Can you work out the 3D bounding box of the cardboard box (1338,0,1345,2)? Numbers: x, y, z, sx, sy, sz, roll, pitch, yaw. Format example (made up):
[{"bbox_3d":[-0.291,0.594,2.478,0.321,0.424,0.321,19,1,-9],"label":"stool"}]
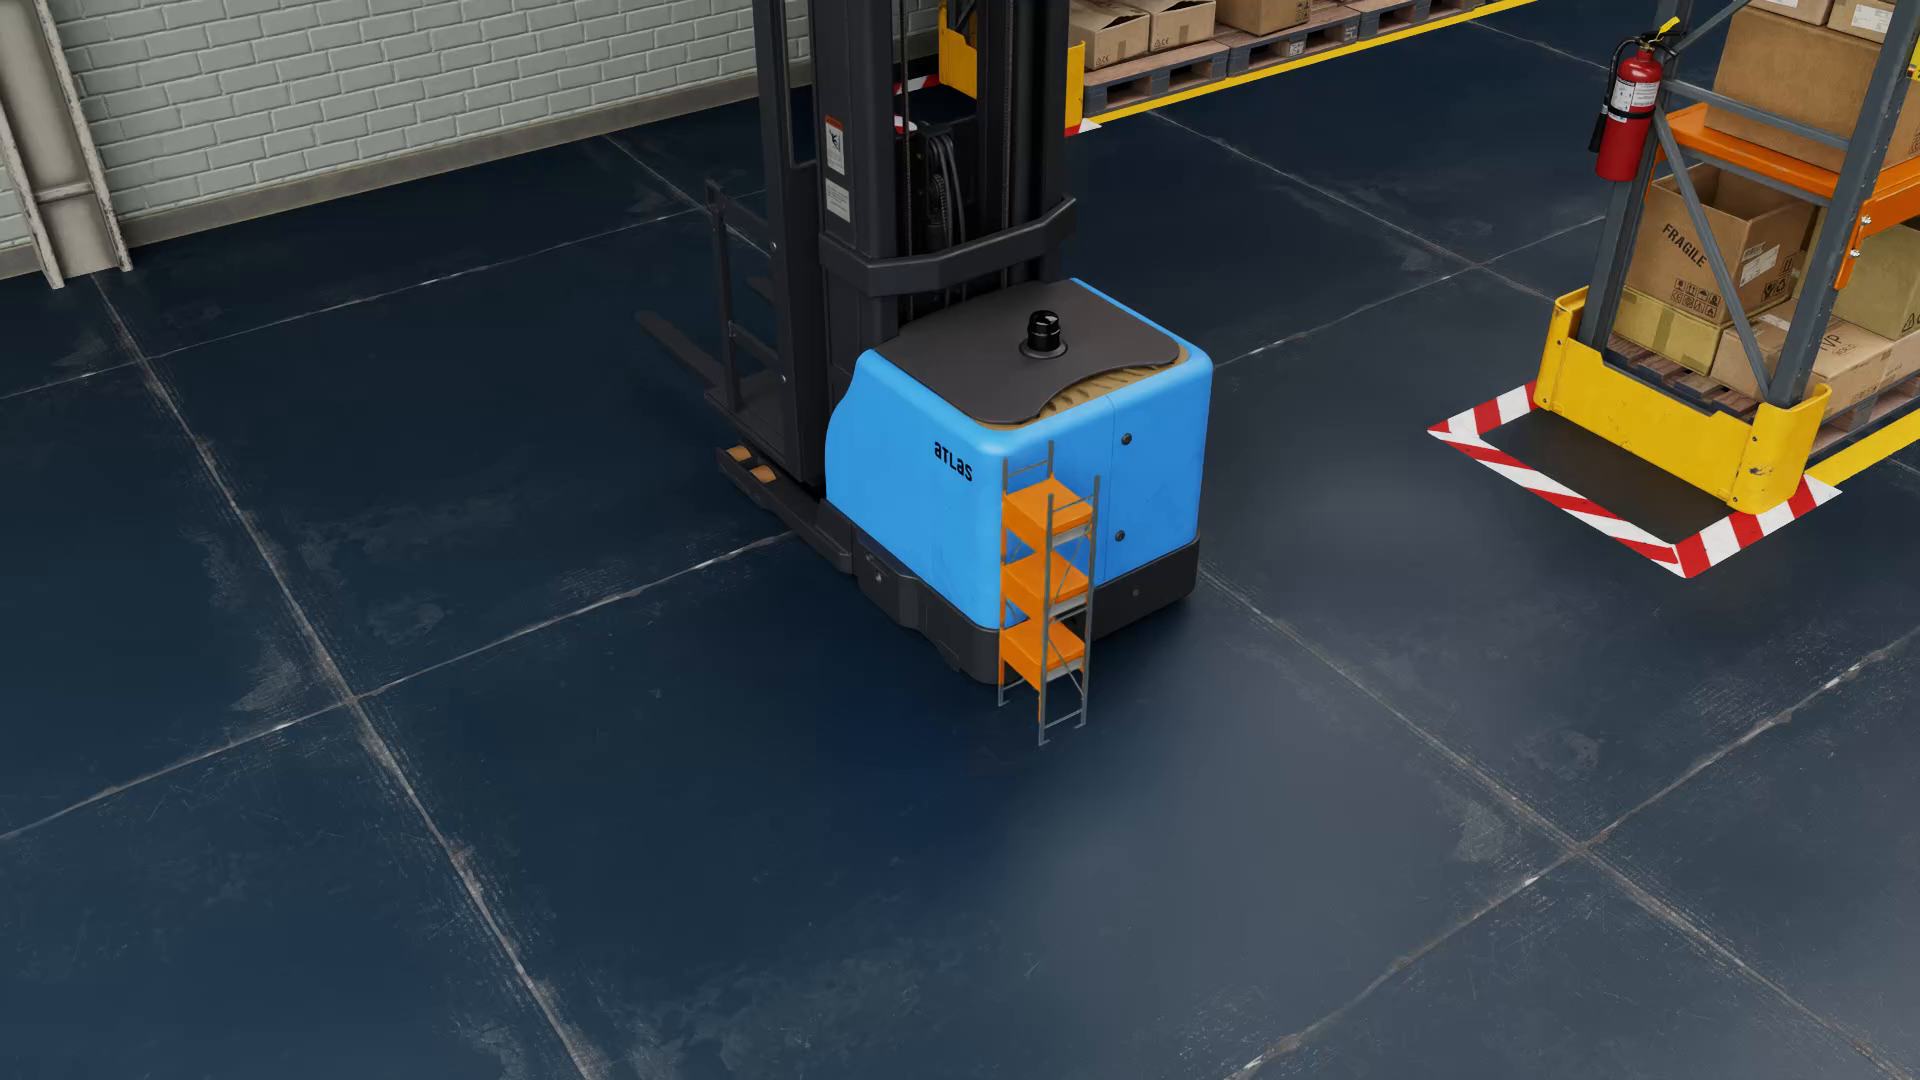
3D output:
[{"bbox_3d":[2.691,-4.156,11.724,0.500,0.500,0.500,-26,43,-31],"label":"cardboard box"}]

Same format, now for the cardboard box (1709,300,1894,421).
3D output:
[{"bbox_3d":[3.670,-0.781,7.262,0.500,0.250,0.500,-22,41,-28],"label":"cardboard box"}]

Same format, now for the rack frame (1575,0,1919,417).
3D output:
[{"bbox_3d":[3.104,-1.652,6.478,0.127,3.000,1.000,-22,41,-28],"label":"rack frame"}]

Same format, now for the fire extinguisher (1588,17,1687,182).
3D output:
[{"bbox_3d":[2.739,-1.803,6.754,0.183,0.674,0.296,-22,41,-28],"label":"fire extinguisher"}]

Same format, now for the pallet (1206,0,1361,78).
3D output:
[{"bbox_3d":[1.990,-3.573,11.537,1.213,0.211,1.003,-22,41,-28],"label":"pallet"}]

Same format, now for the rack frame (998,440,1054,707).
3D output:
[{"bbox_3d":[0.220,0.135,5.663,0.200,1.050,0.008,-22,41,-27],"label":"rack frame"}]

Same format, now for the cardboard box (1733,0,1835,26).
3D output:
[{"bbox_3d":[3.306,-2.176,6.565,0.250,0.149,0.380,-23,42,-29],"label":"cardboard box"}]

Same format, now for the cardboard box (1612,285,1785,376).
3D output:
[{"bbox_3d":[3.372,-1.028,7.605,0.500,0.250,0.500,-22,41,-28],"label":"cardboard box"}]

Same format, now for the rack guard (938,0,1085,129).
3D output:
[{"bbox_3d":[0.309,-3.026,10.529,0.348,0.500,1.175,-22,41,-28],"label":"rack guard"}]

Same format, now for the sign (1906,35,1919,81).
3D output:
[{"bbox_3d":[3.418,-1.769,5.831,0.005,0.325,0.100,-22,41,-28],"label":"sign"}]

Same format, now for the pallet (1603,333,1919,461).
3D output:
[{"bbox_3d":[3.705,-0.797,7.678,1.213,0.211,1.003,-22,41,-28],"label":"pallet"}]

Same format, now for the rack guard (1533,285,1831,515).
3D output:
[{"bbox_3d":[3.084,-0.629,7.197,0.348,0.500,1.175,-22,41,-28],"label":"rack guard"}]

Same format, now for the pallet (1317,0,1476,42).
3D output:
[{"bbox_3d":[2.988,-3.986,12.111,1.213,0.211,1.003,-22,41,-28],"label":"pallet"}]

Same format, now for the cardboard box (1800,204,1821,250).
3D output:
[{"bbox_3d":[4.179,-1.677,7.865,0.500,0.500,0.500,-22,41,-28],"label":"cardboard box"}]

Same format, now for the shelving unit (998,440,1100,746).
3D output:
[{"bbox_3d":[0.289,0.194,5.581,0.215,1.050,0.252,-22,41,-27],"label":"shelving unit"}]

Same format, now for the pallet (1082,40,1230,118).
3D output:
[{"bbox_3d":[0.993,-3.165,10.970,1.213,0.211,1.003,-22,41,-28],"label":"pallet"}]

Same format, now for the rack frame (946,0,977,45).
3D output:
[{"bbox_3d":[0.247,-4.015,9.764,0.127,3.000,1.000,-22,41,-28],"label":"rack frame"}]

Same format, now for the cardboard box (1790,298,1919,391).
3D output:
[{"bbox_3d":[4.077,-0.951,7.498,0.500,0.250,0.500,-22,41,-28],"label":"cardboard box"}]

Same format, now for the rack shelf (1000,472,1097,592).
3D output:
[{"bbox_3d":[0.289,-0.028,5.422,0.215,0.259,0.240,-22,41,-27],"label":"rack shelf"}]

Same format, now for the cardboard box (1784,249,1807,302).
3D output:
[{"bbox_3d":[3.773,-1.202,7.847,0.500,0.250,0.500,-22,41,-28],"label":"cardboard box"}]

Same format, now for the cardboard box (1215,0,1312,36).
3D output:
[{"bbox_3d":[1.959,-3.783,11.206,0.500,0.500,0.700,-25,43,-31],"label":"cardboard box"}]

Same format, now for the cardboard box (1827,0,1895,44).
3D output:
[{"bbox_3d":[3.548,-1.985,6.300,0.250,0.149,0.380,-23,41,-28],"label":"cardboard box"}]

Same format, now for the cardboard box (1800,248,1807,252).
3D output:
[{"bbox_3d":[4.181,-1.371,8.082,0.500,0.250,0.500,-22,41,-28],"label":"cardboard box"}]

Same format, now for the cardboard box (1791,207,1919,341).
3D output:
[{"bbox_3d":[4.078,-1.254,7.278,0.500,0.500,0.500,-22,41,-28],"label":"cardboard box"}]

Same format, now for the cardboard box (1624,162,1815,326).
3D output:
[{"bbox_3d":[3.370,-1.333,7.388,0.500,0.500,0.500,-22,41,-28],"label":"cardboard box"}]

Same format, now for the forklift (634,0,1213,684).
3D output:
[{"bbox_3d":[-0.374,-1.485,6.305,1.130,2.935,3.031,-23,42,-29],"label":"forklift"}]

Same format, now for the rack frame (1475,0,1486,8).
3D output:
[{"bbox_3d":[3.516,-5.361,11.634,0.127,3.000,1.000,-22,41,-28],"label":"rack frame"}]

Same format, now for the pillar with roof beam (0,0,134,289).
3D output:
[{"bbox_3d":[-2.104,-3.026,3.251,0.400,9.000,9.100,-22,41,-28],"label":"pillar with roof beam"}]

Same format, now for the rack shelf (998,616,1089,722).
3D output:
[{"bbox_3d":[0.289,0.428,5.750,0.215,0.259,0.240,-22,41,-27],"label":"rack shelf"}]

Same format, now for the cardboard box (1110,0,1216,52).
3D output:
[{"bbox_3d":[1.330,-3.484,10.951,0.500,0.311,0.500,-19,40,-24],"label":"cardboard box"}]

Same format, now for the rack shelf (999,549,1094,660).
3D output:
[{"bbox_3d":[0.289,0.202,5.587,0.215,0.259,0.240,-22,41,-27],"label":"rack shelf"}]

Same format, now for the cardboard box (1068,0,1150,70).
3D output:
[{"bbox_3d":[0.864,-3.292,10.684,0.500,0.311,0.500,-28,44,-33],"label":"cardboard box"}]

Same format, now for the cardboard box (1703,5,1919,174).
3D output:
[{"bbox_3d":[3.493,-1.844,6.659,0.500,0.500,0.700,-22,41,-28],"label":"cardboard box"}]

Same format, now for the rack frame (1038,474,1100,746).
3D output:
[{"bbox_3d":[0.357,0.253,5.499,0.200,1.050,0.008,-22,41,-27],"label":"rack frame"}]

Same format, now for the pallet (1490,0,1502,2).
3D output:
[{"bbox_3d":[4.152,-4.491,12.814,1.213,0.211,1.003,-22,41,-28],"label":"pallet"}]

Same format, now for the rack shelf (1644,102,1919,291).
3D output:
[{"bbox_3d":[4.738,-2.033,7.624,4.000,0.370,1.077,-22,41,-28],"label":"rack shelf"}]
